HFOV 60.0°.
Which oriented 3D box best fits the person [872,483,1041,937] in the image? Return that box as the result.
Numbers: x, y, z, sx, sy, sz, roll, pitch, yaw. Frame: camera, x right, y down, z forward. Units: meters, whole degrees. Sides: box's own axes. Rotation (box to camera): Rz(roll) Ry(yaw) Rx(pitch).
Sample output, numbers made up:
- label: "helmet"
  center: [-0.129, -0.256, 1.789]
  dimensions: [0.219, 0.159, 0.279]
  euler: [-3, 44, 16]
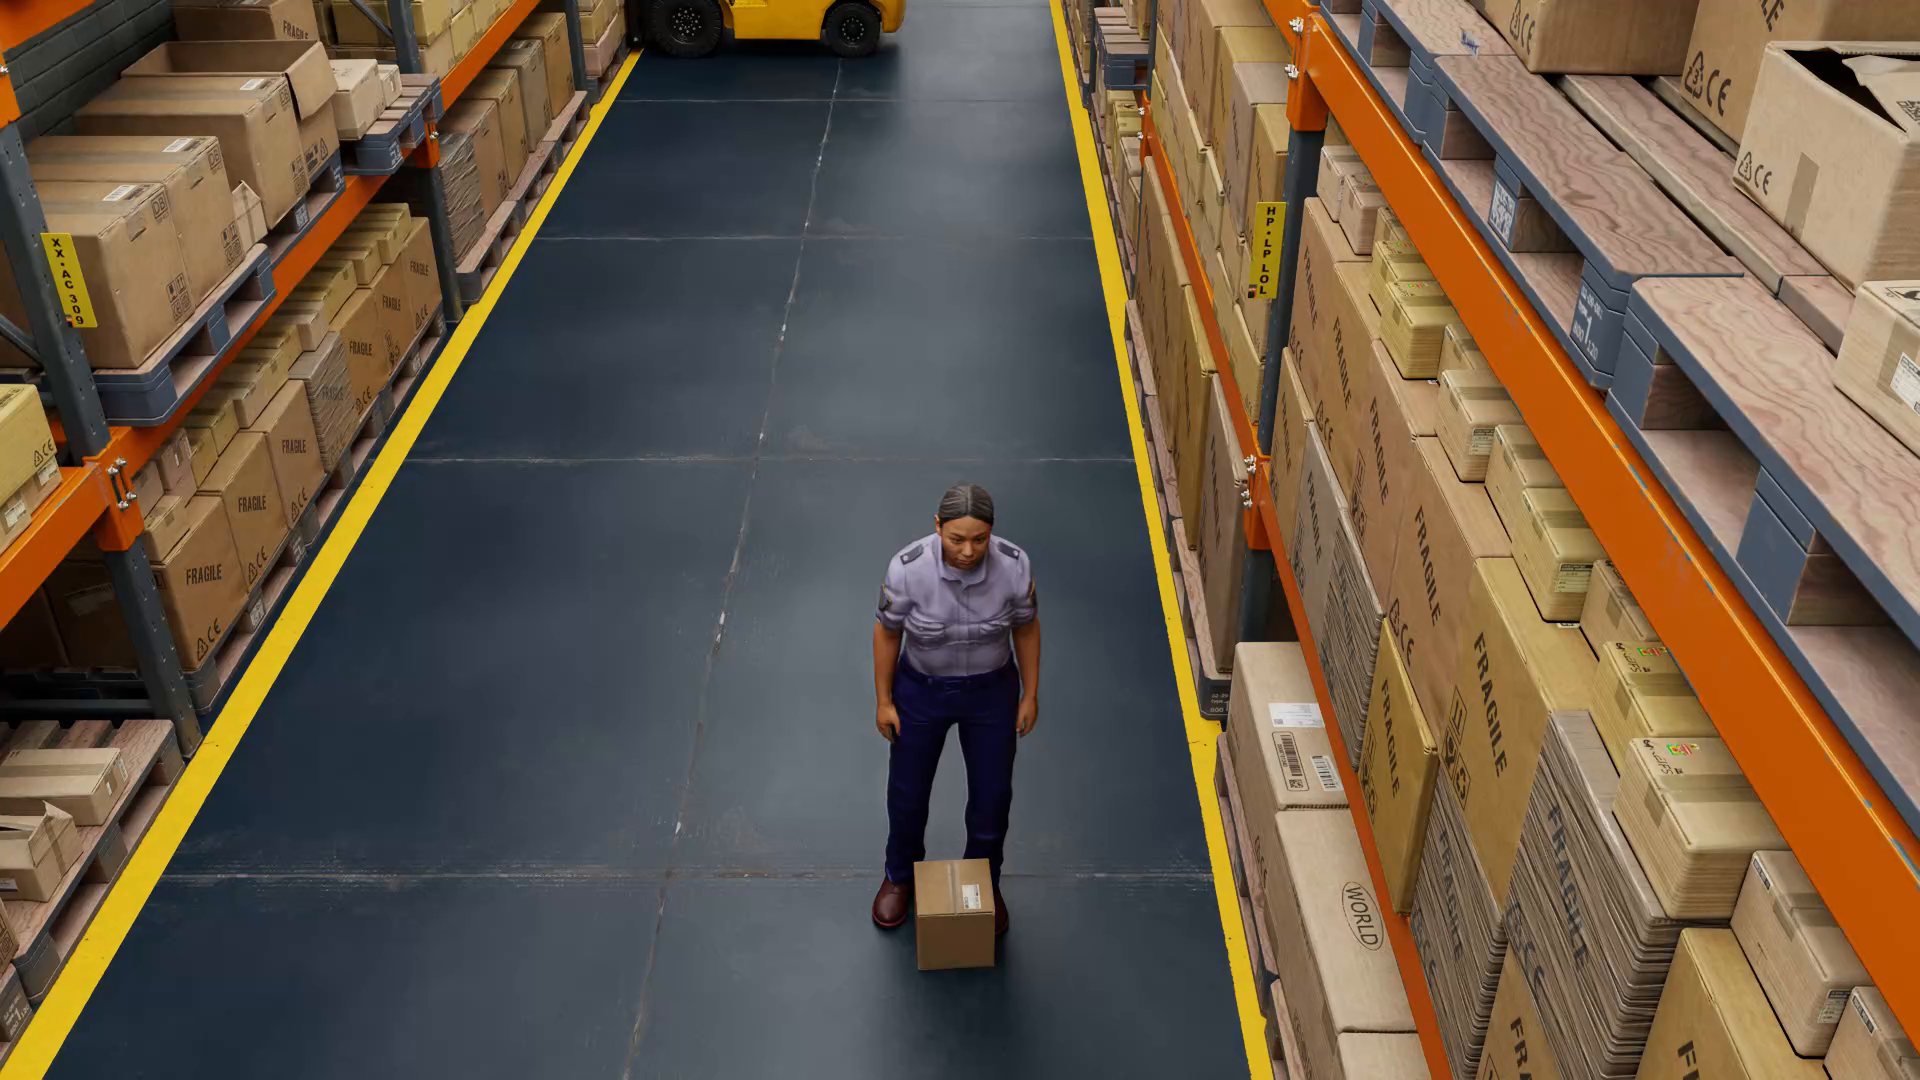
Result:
- label: "person"
  center: [-0.022, 0.533, 5.294]
  dimensions: [0.563, 1.637, 0.425]
  euler: [-2, 32, -3]
